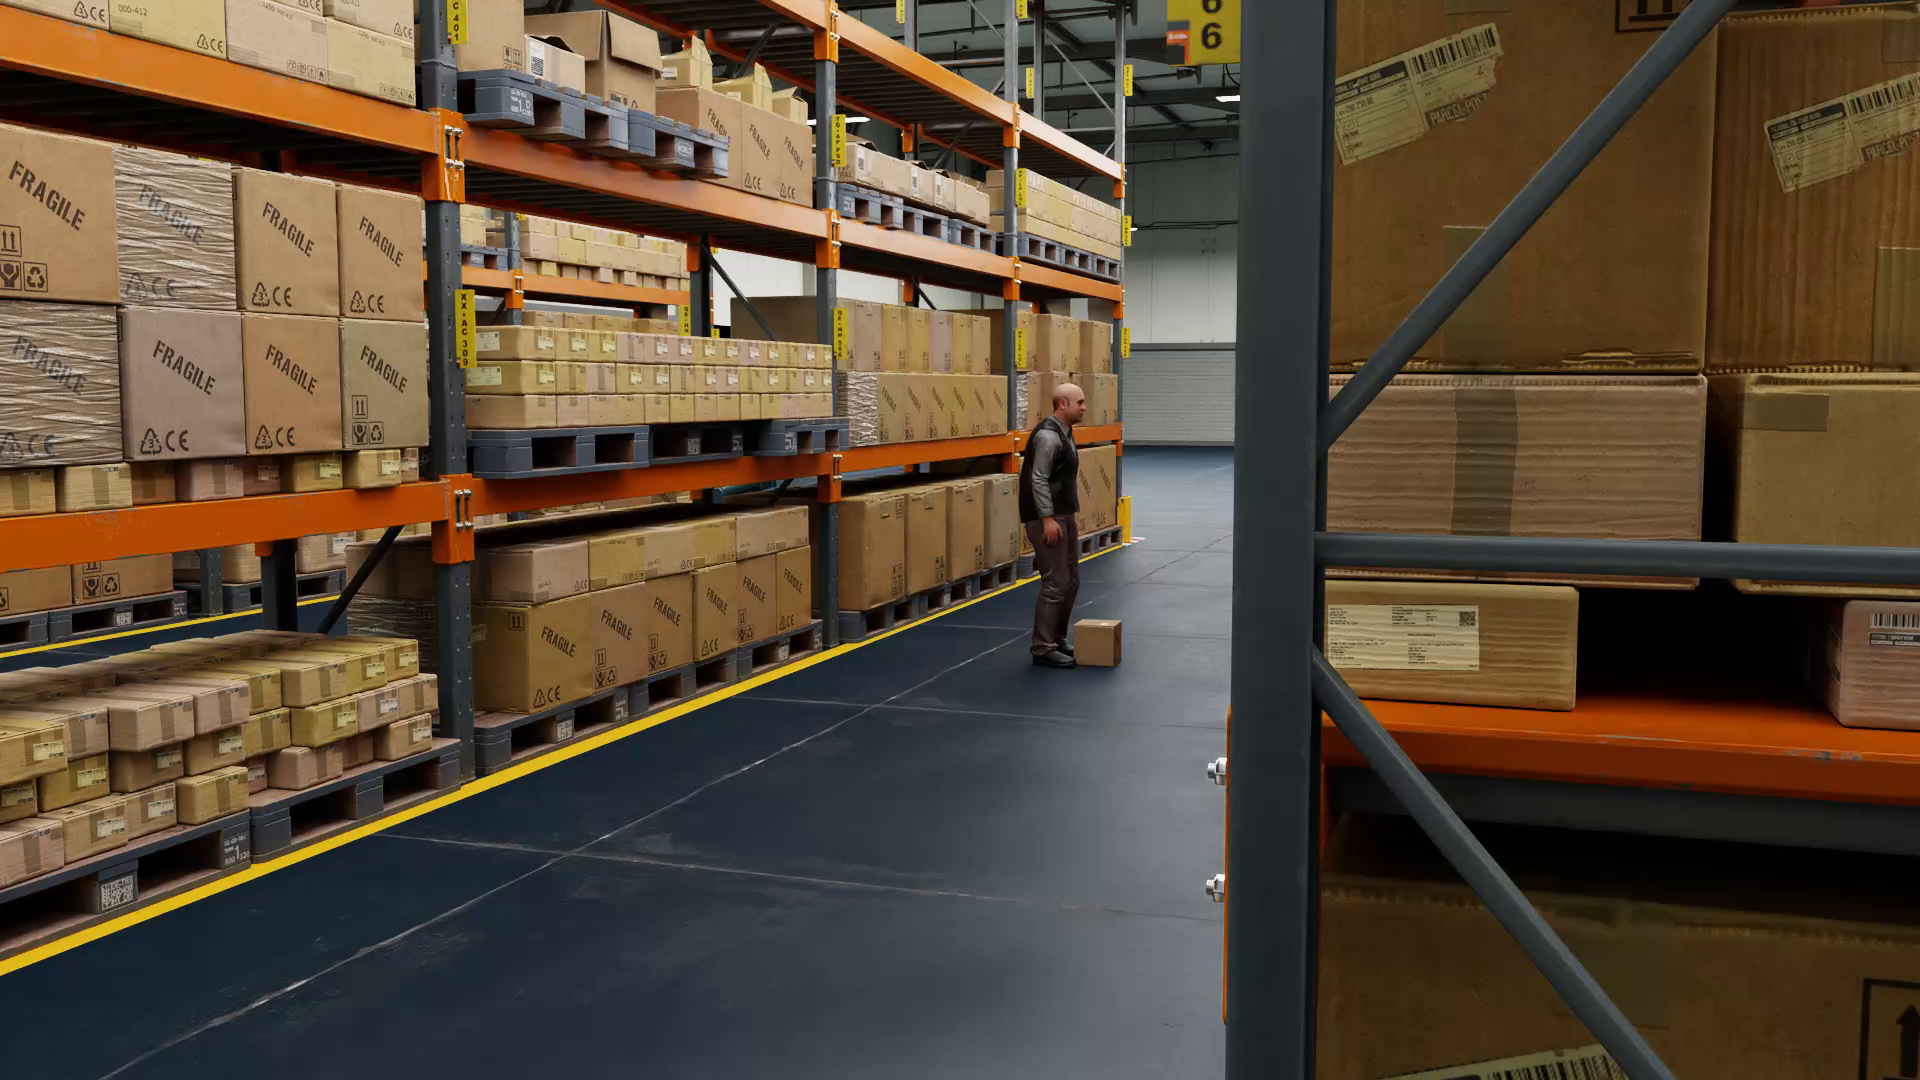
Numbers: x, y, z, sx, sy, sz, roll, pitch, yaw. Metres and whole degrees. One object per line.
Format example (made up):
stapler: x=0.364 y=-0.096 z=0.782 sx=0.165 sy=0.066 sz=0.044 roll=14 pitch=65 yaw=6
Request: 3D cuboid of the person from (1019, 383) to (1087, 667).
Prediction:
person: x=0.579 y=-0.105 z=10.284 sx=0.421 sy=1.720 sz=0.580 roll=2 pitch=5 yaw=19
